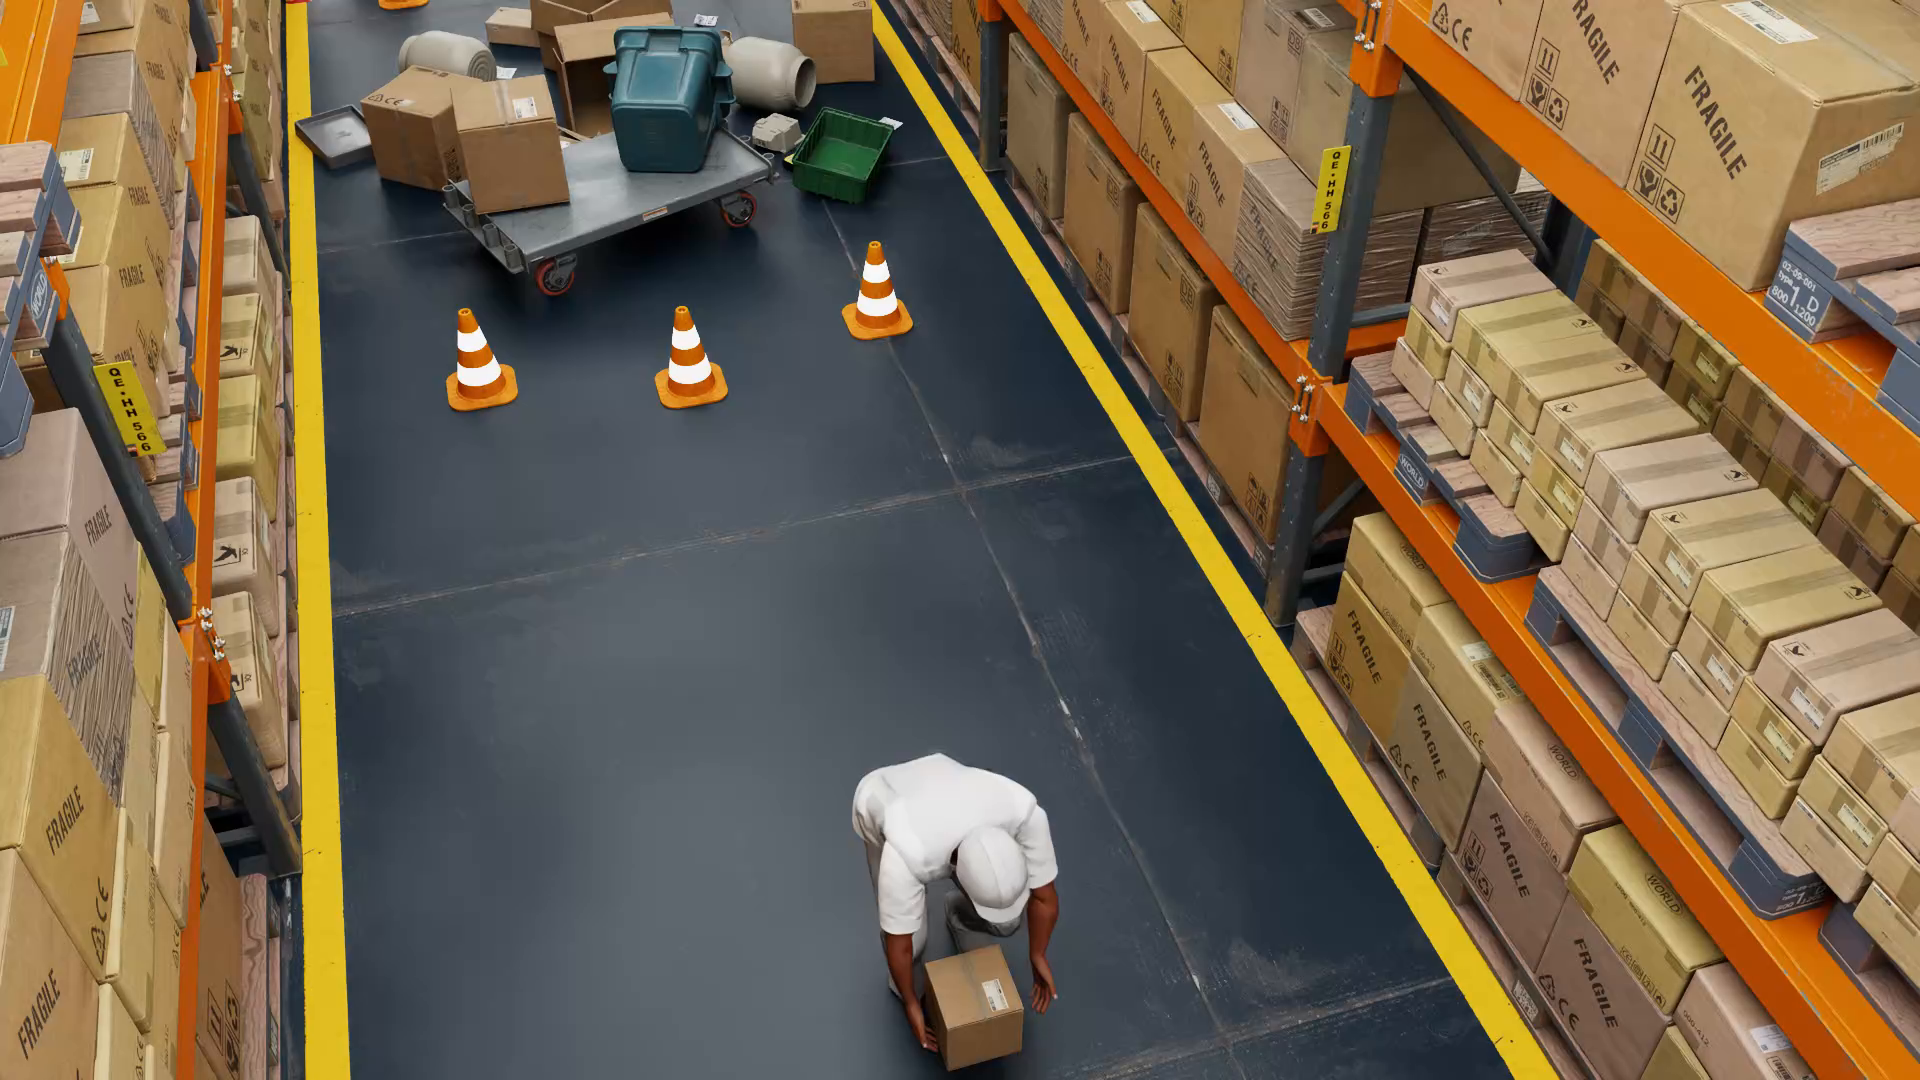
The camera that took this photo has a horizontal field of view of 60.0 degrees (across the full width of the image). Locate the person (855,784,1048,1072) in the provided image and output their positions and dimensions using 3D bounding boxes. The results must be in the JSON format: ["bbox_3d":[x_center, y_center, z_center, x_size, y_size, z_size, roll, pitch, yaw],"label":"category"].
[{"bbox_3d":[-0.028,1.153,5.442,0.593,0.997,0.878,-12,43,-13],"label":"person"}]
